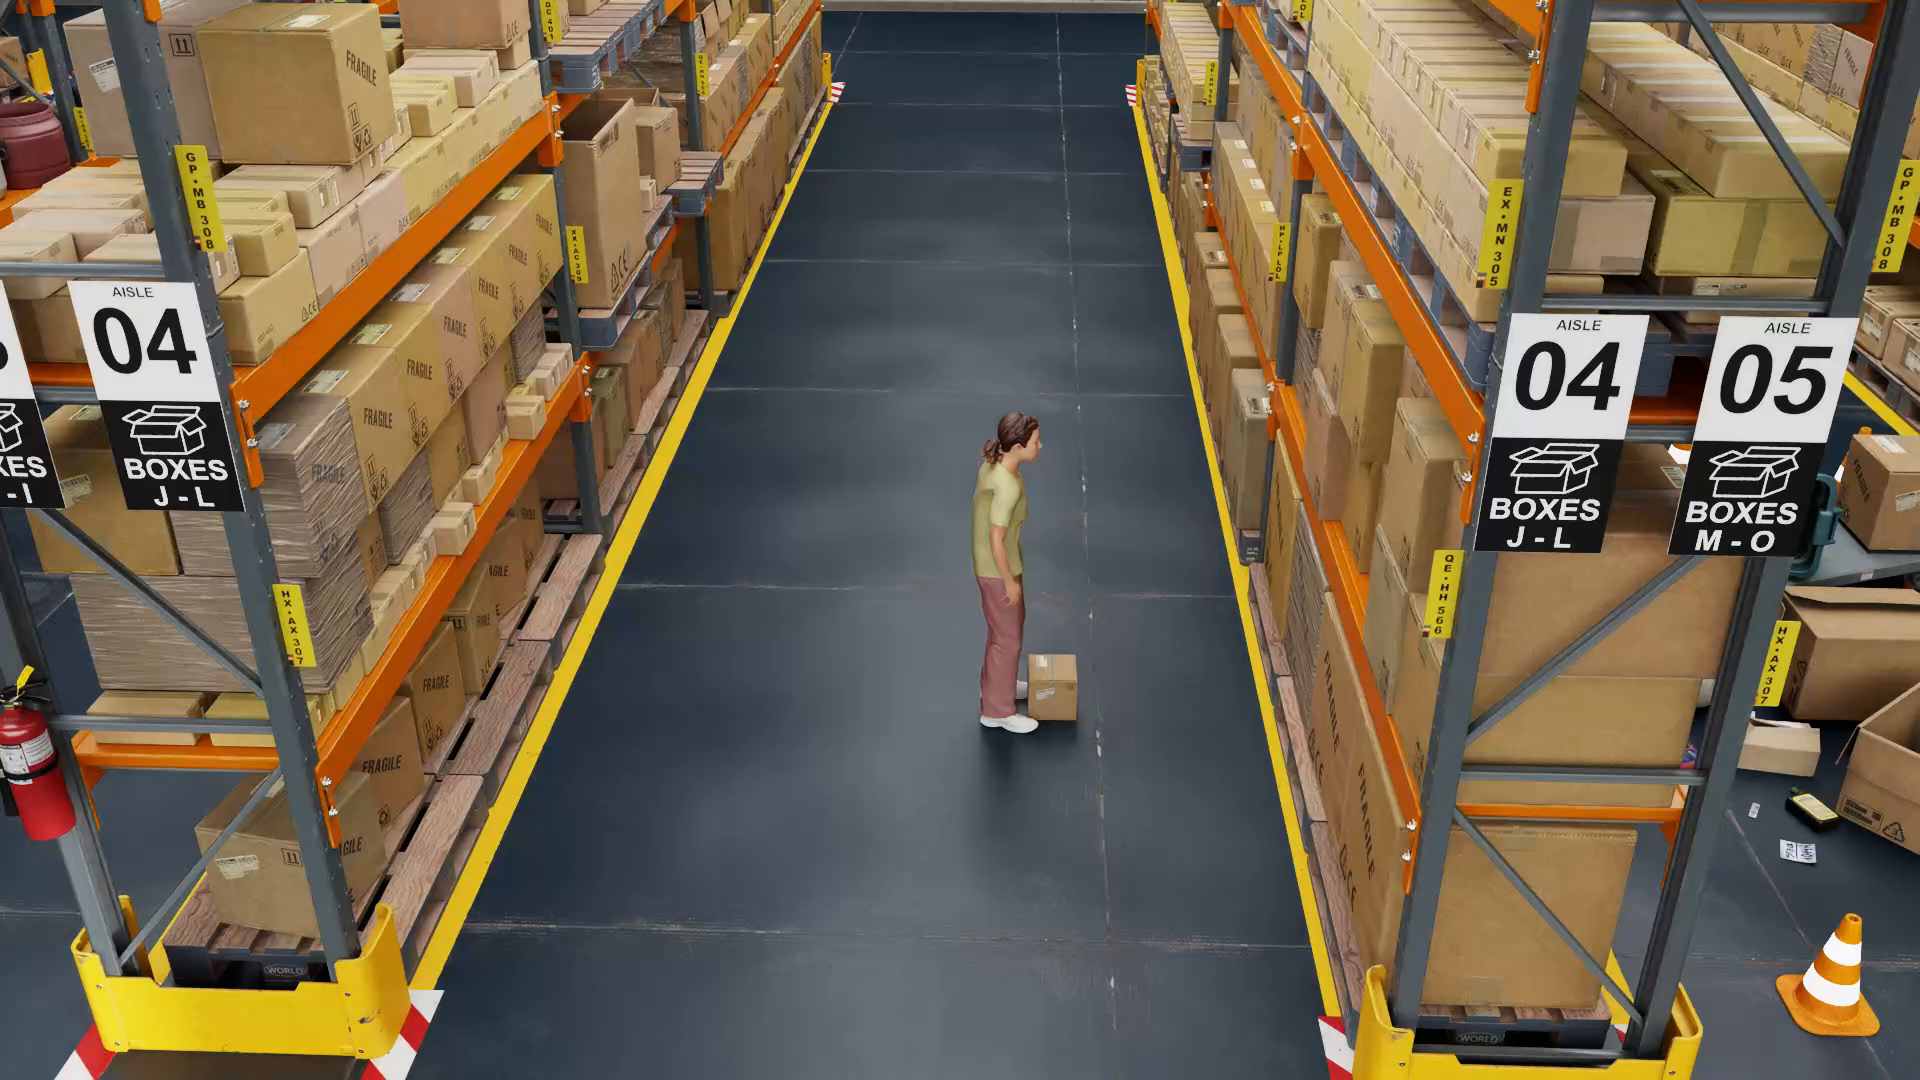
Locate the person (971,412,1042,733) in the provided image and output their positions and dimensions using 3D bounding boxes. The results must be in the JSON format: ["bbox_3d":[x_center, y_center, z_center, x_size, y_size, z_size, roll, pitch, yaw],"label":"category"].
[{"bbox_3d":[0.236,0.138,8.365,0.358,1.673,0.518,0,28,0],"label":"person"}]
